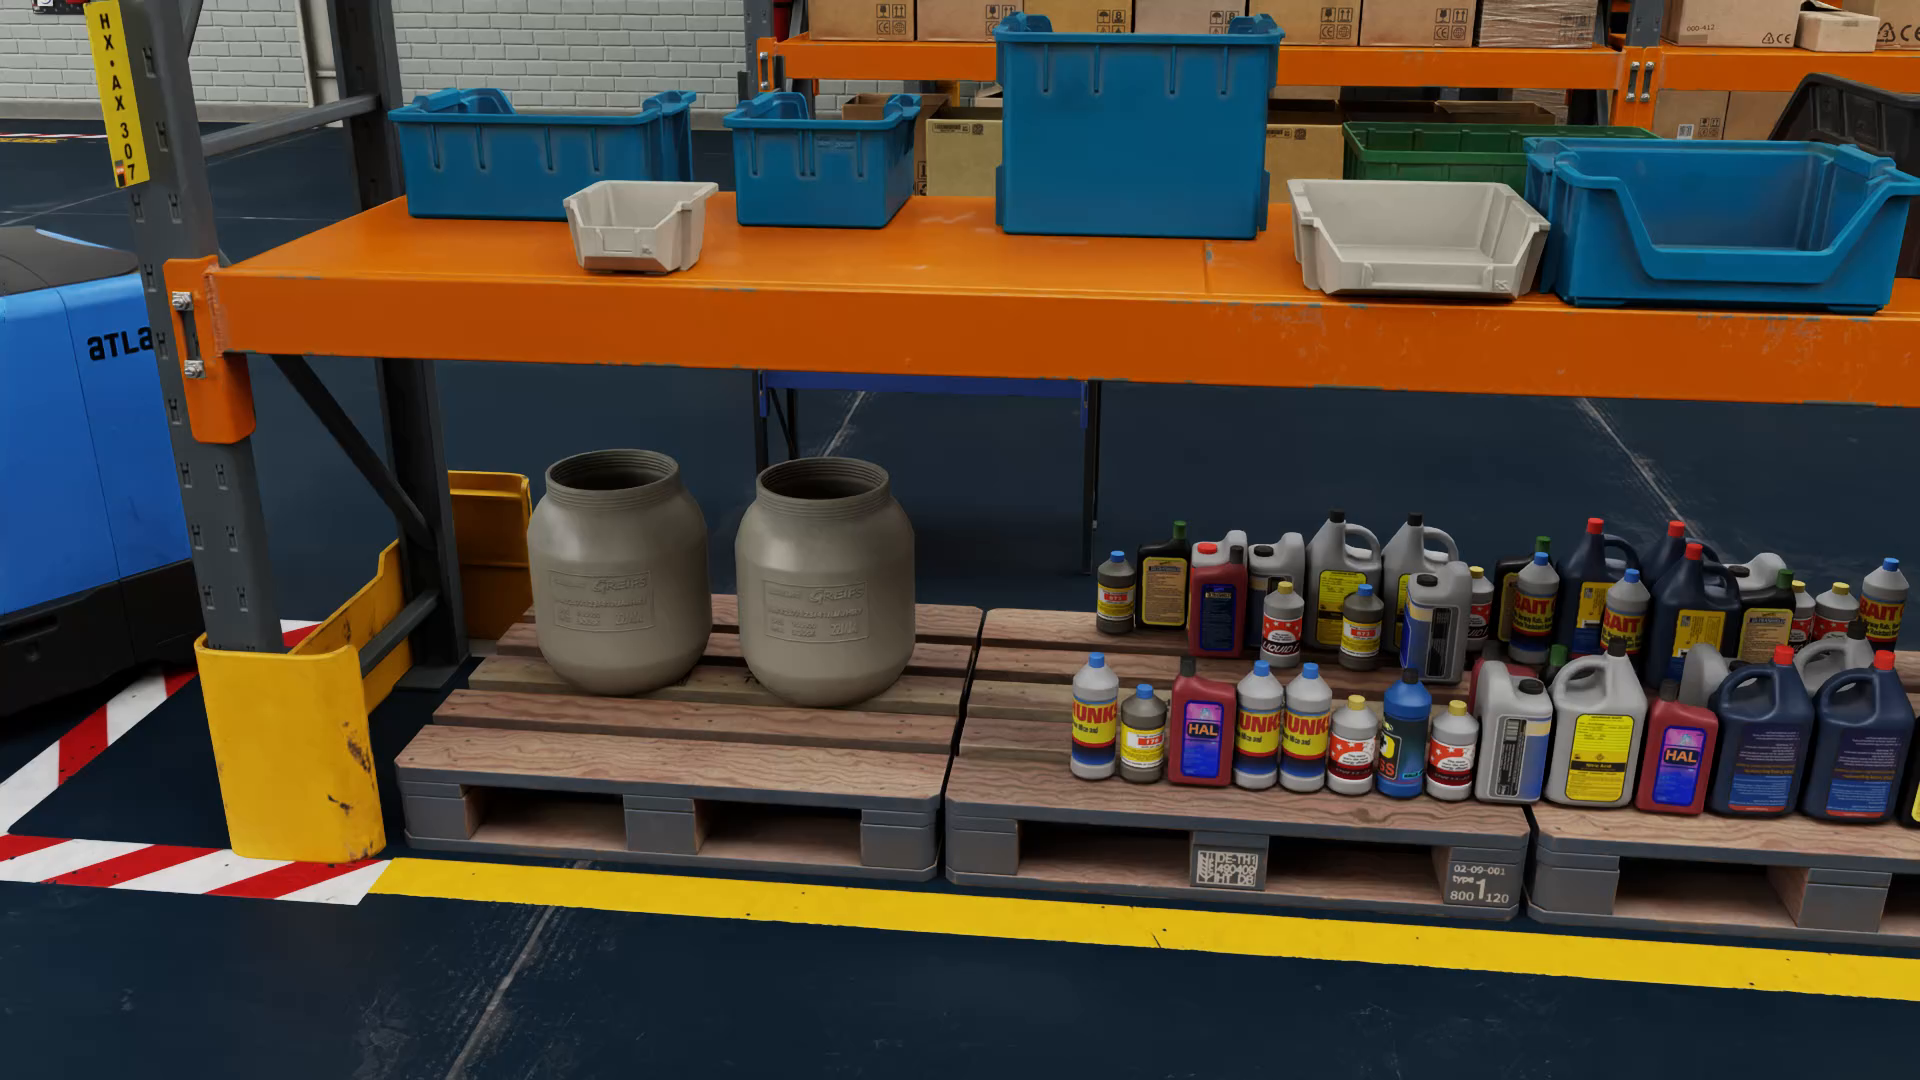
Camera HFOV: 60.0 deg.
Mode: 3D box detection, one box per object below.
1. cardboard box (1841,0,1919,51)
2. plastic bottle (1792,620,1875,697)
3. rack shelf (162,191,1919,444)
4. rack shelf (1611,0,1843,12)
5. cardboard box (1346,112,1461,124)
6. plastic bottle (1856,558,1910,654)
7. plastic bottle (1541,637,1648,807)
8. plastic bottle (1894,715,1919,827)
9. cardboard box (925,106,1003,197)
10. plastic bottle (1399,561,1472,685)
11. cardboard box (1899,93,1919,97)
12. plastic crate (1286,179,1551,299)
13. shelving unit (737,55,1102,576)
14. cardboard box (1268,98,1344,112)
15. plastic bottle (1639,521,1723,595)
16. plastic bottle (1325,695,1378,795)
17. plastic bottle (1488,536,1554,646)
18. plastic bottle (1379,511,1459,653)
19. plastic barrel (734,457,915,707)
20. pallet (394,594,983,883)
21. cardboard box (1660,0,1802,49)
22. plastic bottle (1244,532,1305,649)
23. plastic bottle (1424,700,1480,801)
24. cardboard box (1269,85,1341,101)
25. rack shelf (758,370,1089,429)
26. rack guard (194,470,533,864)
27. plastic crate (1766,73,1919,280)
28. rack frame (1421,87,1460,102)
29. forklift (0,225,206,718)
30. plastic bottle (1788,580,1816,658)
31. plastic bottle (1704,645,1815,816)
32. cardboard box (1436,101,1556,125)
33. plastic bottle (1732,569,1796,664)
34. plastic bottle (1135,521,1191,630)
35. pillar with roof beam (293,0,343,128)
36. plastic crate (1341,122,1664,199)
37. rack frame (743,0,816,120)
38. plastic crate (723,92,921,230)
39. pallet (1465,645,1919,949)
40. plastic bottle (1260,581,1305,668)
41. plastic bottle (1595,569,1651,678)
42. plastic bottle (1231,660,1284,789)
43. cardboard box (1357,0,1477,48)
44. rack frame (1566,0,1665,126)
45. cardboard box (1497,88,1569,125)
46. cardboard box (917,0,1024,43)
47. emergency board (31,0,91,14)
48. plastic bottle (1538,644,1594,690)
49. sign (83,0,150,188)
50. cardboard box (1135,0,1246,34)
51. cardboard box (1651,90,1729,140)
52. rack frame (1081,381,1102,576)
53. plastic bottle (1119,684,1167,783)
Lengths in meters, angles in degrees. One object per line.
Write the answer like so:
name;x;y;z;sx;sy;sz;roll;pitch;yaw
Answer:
cardboard box;4.366;-2.509;7.570;0.500;0.500;0.500;4;22;10
plastic bottle;1.839;0.336;3.514;0.185;0.351;0.144;2;22;6
rack shelf;0.510;-0.468;3.522;4.000;0.370;1.077;2;22;6
rack shelf;5.648;-3.912;12.233;4.000;0.370;1.077;2;22;6
cardboard box;2.101;-1.756;7.950;0.500;0.500;0.500;2;22;6
plastic bottle;2.231;0.174;4.031;0.097;0.271;0.097;0;22;0
plastic bottle;1.311;0.366;3.438;0.185;0.351;0.144;2;22;6
plastic bottle;1.979;0.442;3.337;0.133;0.283;0.061;4;22;9
cardboard box;0.113;-1.837;8.156;0.500;0.500;0.500;2;22;6
plastic bottle;1.141;0.188;3.990;0.135;0.276;0.152;2;22;6
cardboard box;6.913;-3.214;12.292;0.500;0.500;0.700;3;22;7
plastic crate;0.854;-0.571;3.163;0.437;0.136;0.530;2;22;6
shelving unit;-0.085;-0.701;5.173;1.048;1.500;0.538;2;22;6
cardboard box;1.666;-1.967;8.485;0.500;0.500;0.500;2;22;6
plastic bottle;1.743;0.125;4.049;0.185;0.351;0.144;3;22;8
plastic bottle;0.826;0.423;3.497;0.097;0.201;0.097;0;22;0
plastic bottle;1.397;0.126;4.138;0.133;0.283;0.061;3;22;9
plastic bottle;1.134;0.098;4.116;0.185;0.351;0.144;2;22;6
plastic barrel;-0.316;0.095;3.933;0.421;0.512;0.421;0;22;0
pallet;-0.589;0.431;4.063;1.213;0.211;1.003;2;22;6
cardboard box;3.577;-2.449;7.759;0.500;0.250;0.500;4;22;10
plastic bottle;0.784;0.119;4.164;0.135;0.276;0.152;2;22;5
plastic bottle;1.030;0.432;3.474;0.097;0.201;0.097;0;22;0
cardboard box;2.626;-3.405;12.775;0.500;0.500;0.500;1;22;2
rack shelf;-0.085;-0.534;5.240;1.000;0.185;0.538;2;22;6
rack guard;-1.395;0.260;4.103;0.348;0.500;1.175;2;22;6
plastic crate;1.991;-0.756;3.357;0.504;0.338;0.767;2;22;6
rack frame;3.662;-4.333;12.320;0.127;3.000;1.000;2;22;6
forklift;-3.306;-0.762;3.381;1.130;2.935;3.031;17;27;36
plastic bottle;2.029;0.198;4.066;0.097;0.201;0.097;0;22;0
plastic bottle;1.632;0.380;3.402;0.185;0.351;0.144;1;22;4
cardboard box;2.659;-1.924;8.375;0.500;0.500;0.500;2;22;6
plastic bottle;1.895;0.204;3.941;0.133;0.283;0.061;2;22;6
plastic bottle;0.517;0.087;4.235;0.133;0.283;0.061;3;22;8
pillar with roof beam;-5.978;-6.269;9.058;0.400;9.000;9.100;2;22;6
plastic crate;1.181;-0.779;3.619;0.662;0.188;0.450;2;22;6
rack frame;-0.890;-2.697;8.183;0.127;3.000;1.000;2;22;6
plastic crate;-0.300;-0.877;3.781;0.408;0.251;0.499;2;22;6
pallet;1.834;0.537;3.796;1.213;0.211;1.003;2;22;6
plastic bottle;0.788;0.200;4.061;0.097;0.201;0.097;0;22;0
plastic bottle;1.585;0.200;3.968;0.097;0.271;0.097;0;22;0
plastic bottle;0.628;0.382;3.506;0.097;0.271;0.097;0;22;0
cardboard box;2.117;-2.608;7.821;0.500;0.500;0.700;2;22;6
rack frame;3.083;-2.524;7.745;0.127;3.000;1.000;2;22;6
cardboard box;4.395;-3.349;12.634;0.500;0.500;0.700;3;22;8
cardboard box;0.094;-2.698;8.048;0.500;0.500;0.700;3;22;8
emergency board;-7.921;-5.172;14.442;0.643;1.169;0.194;2;22;6
plastic bottle;1.298;0.359;3.548;0.133;0.283;0.061;2;22;6
sign;-1.545;-0.817;3.050;0.005;0.325;0.100;2;22;6
cardboard box;1.110;-2.653;7.934;0.500;0.500;0.700;3;22;8
cardboard box;5.416;-3.309;12.530;0.500;0.500;0.700;3;22;7
rack frame;0.420;-0.679;5.118;0.032;1.500;0.500;2;22;6
plastic bottle;0.390;0.404;3.545;0.097;0.201;0.097;0;22;0
